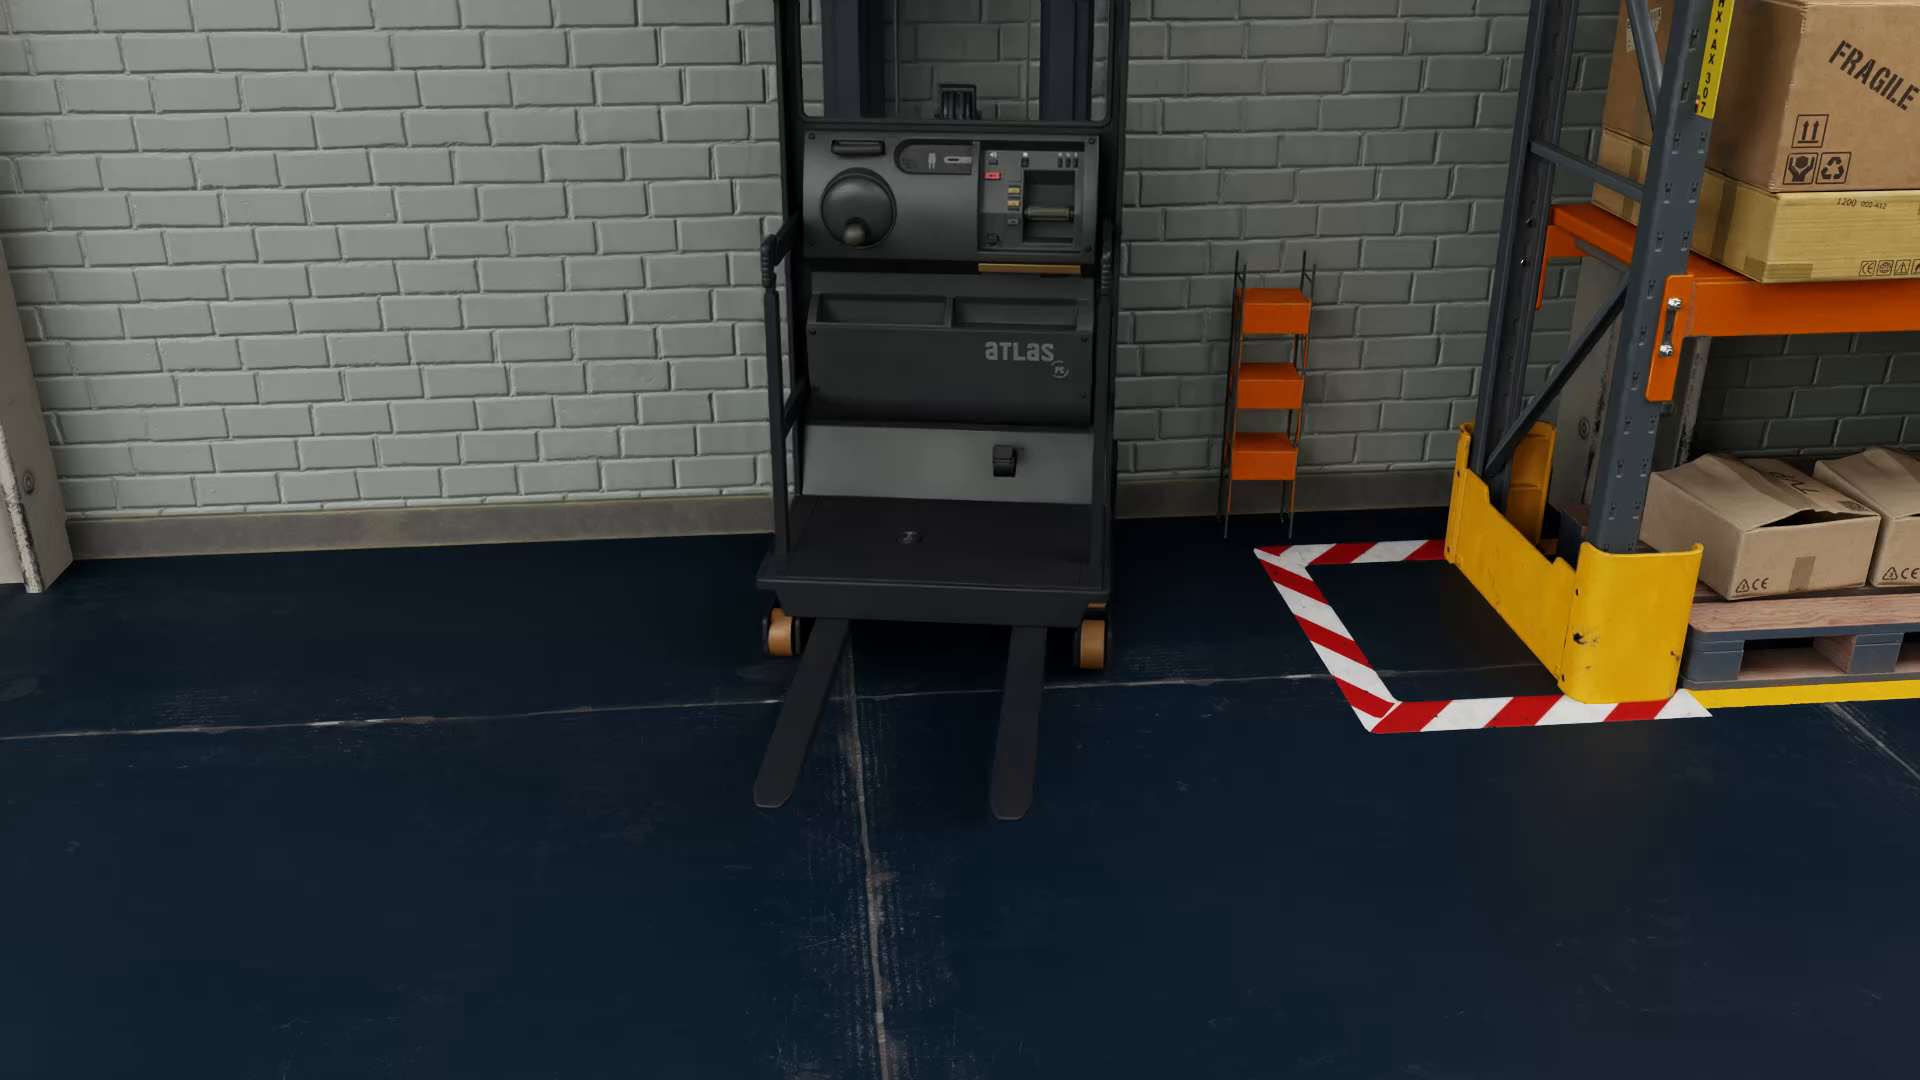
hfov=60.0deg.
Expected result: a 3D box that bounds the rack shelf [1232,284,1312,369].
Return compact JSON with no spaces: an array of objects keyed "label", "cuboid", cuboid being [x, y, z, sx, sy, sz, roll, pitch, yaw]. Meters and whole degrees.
[{"label":"rack shelf","cuboid":[1.124,-0.776,6.031,0.240,0.259,0.215,0,24,0]}]

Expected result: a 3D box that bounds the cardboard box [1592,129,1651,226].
[{"label":"cardboard box","cuboid":[2.374,-1.141,5.284,0.500,0.250,0.500,-2,24,-4]}]

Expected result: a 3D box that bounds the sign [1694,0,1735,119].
[{"label":"sign","cuboid":[1.982,-1.280,4.371,0.005,0.325,0.100,-2,24,-5]}]

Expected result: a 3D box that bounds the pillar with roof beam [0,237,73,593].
[{"label":"pillar with roof beam","cuboid":[-3.008,-2.243,0.217,0.400,9.000,9.100,-2,24,-5]}]

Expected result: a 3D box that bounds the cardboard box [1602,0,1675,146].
[{"label":"cardboard box","cuboid":[2.376,-1.492,5.150,0.500,0.500,0.500,-3,24,-6]}]

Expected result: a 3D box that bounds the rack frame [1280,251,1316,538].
[{"label":"rack frame","cuboid":[1.245,-0.527,6.142,0.008,1.050,0.200,0,24,0]}]

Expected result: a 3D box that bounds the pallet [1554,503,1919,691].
[{"label":"pallet","cuboid":[2.816,0.149,5.654,1.213,0.211,1.003,-2,24,-5]}]

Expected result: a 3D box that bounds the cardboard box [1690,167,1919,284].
[{"label":"cardboard box","cuboid":[2.445,-0.935,4.821,0.500,0.250,0.500,-3,24,-7]}]

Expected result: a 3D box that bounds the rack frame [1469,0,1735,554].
[{"label":"rack frame","cuboid":[1.928,-1.104,5.040,0.127,3.000,1.000,-2,24,-5]}]

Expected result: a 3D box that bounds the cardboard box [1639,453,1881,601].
[{"label":"cardboard box","cuboid":[2.626,-0.067,5.477,0.500,0.311,0.500,-5,24,-11]}]

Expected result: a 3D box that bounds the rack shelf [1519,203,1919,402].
[{"label":"rack shelf","cuboid":[3.918,-0.855,5.366,4.000,0.370,1.077,-2,24,-5]}]

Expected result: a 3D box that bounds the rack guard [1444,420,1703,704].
[{"label":"rack guard","cuboid":[2.004,0.036,5.554,0.348,0.500,1.175,-2,24,-5]}]

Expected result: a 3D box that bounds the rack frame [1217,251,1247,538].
[{"label":"rack frame","cuboid":[1.001,-0.527,6.141,0.008,1.050,0.200,0,24,0]}]

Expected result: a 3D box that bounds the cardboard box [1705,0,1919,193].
[{"label":"cardboard box","cuboid":[2.433,-1.284,4.683,0.500,0.500,0.500,-2,24,-5]}]

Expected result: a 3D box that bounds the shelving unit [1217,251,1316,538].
[{"label":"shelving unit","cuboid":[1.123,-0.527,6.142,0.252,1.050,0.215,0,24,0]}]

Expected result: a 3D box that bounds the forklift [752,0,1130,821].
[{"label":"forklift","cuboid":[-0.047,-1.065,5.038,1.130,2.935,3.031,2,24,5]}]

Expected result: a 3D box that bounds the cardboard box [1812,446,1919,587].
[{"label":"cardboard box","cuboid":[3.193,-0.090,5.528,0.500,0.311,0.500,0,24,-1]}]

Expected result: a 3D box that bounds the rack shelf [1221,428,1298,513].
[{"label":"rack shelf","cuboid":[1.122,-0.263,6.259,0.240,0.259,0.215,0,24,0]}]

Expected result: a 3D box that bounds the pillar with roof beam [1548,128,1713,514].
[{"label":"pillar with roof beam","cuboid":[2.963,-2.482,0.756,0.400,9.000,9.100,-2,24,-5]}]

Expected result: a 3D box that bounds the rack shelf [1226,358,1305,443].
[{"label":"rack shelf","cuboid":[1.123,-0.517,6.146,0.240,0.259,0.215,0,24,0]}]
